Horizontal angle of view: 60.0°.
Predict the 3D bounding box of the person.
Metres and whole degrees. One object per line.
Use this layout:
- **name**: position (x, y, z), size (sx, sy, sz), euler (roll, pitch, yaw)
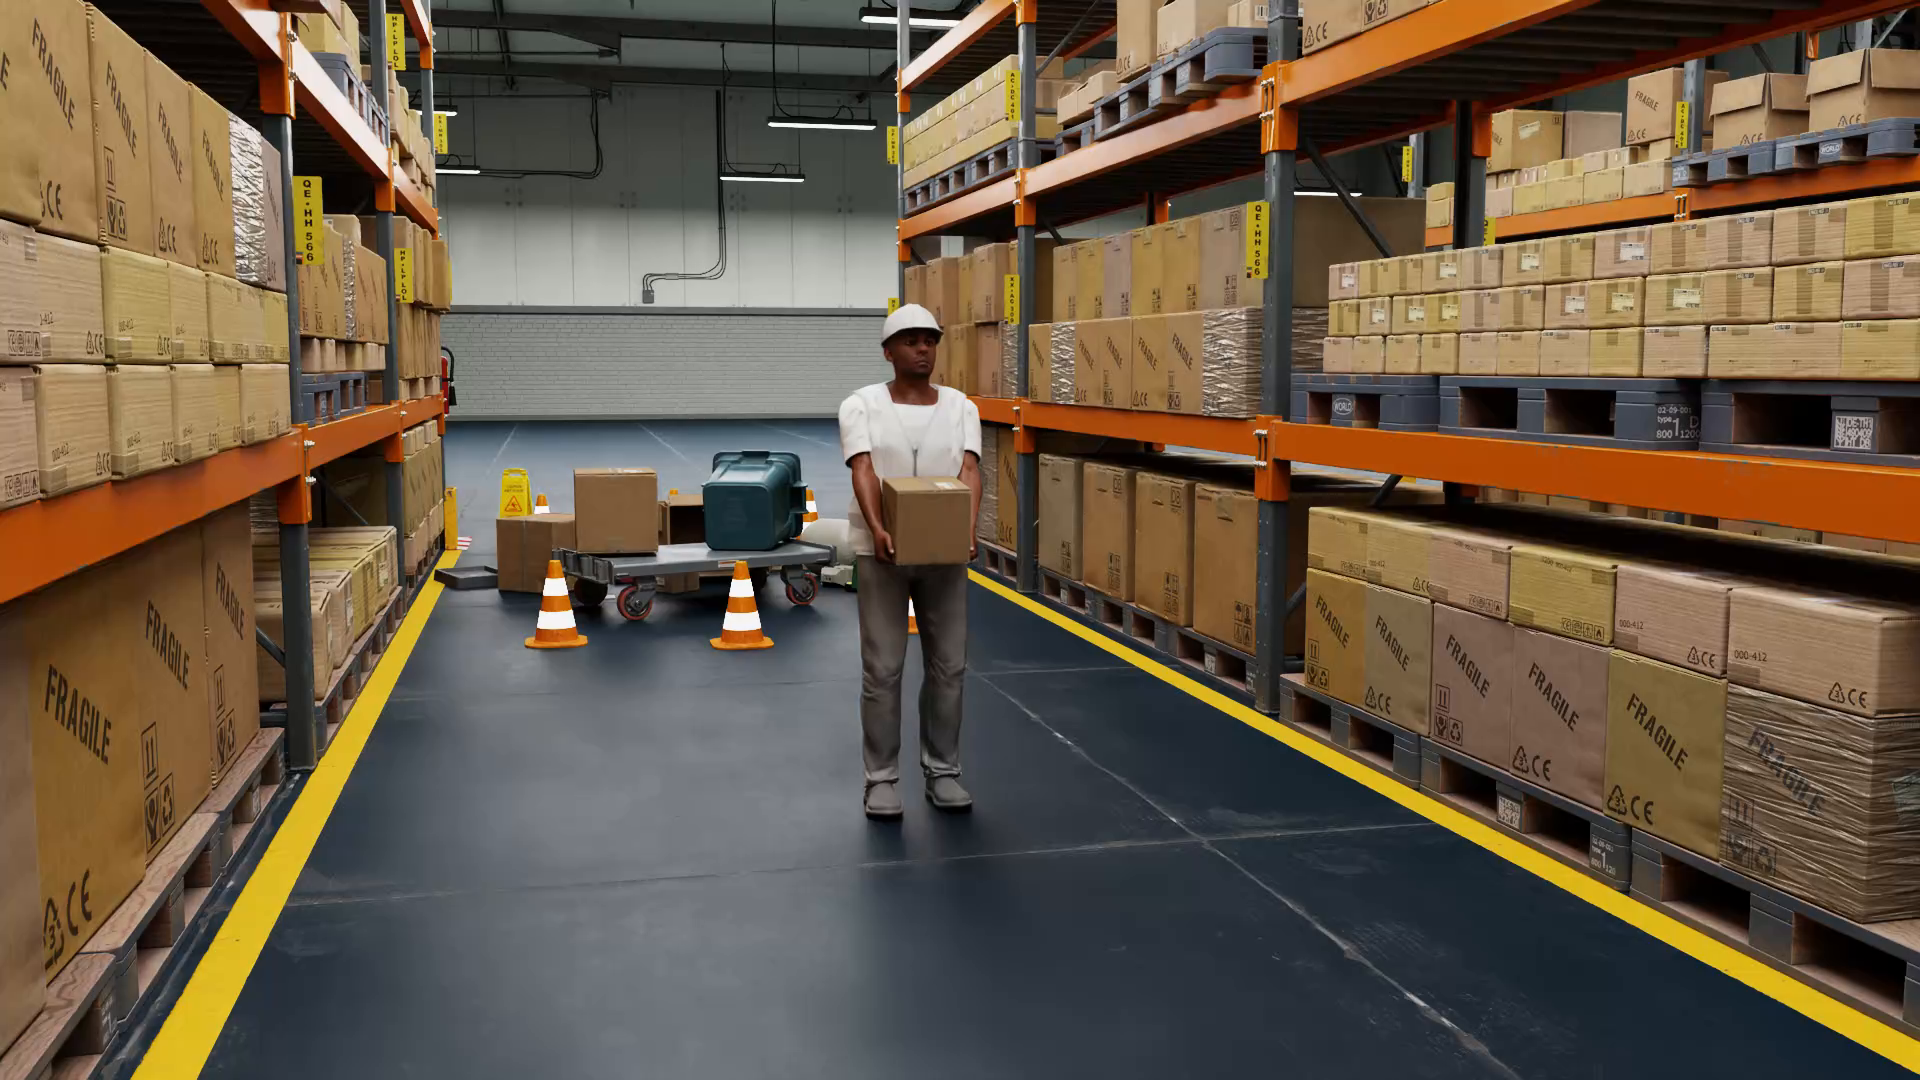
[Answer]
- **person**: position (-0.144, 0.067, 5.741), size (0.502, 1.761, 0.577), euler (-1, 6, -14)
